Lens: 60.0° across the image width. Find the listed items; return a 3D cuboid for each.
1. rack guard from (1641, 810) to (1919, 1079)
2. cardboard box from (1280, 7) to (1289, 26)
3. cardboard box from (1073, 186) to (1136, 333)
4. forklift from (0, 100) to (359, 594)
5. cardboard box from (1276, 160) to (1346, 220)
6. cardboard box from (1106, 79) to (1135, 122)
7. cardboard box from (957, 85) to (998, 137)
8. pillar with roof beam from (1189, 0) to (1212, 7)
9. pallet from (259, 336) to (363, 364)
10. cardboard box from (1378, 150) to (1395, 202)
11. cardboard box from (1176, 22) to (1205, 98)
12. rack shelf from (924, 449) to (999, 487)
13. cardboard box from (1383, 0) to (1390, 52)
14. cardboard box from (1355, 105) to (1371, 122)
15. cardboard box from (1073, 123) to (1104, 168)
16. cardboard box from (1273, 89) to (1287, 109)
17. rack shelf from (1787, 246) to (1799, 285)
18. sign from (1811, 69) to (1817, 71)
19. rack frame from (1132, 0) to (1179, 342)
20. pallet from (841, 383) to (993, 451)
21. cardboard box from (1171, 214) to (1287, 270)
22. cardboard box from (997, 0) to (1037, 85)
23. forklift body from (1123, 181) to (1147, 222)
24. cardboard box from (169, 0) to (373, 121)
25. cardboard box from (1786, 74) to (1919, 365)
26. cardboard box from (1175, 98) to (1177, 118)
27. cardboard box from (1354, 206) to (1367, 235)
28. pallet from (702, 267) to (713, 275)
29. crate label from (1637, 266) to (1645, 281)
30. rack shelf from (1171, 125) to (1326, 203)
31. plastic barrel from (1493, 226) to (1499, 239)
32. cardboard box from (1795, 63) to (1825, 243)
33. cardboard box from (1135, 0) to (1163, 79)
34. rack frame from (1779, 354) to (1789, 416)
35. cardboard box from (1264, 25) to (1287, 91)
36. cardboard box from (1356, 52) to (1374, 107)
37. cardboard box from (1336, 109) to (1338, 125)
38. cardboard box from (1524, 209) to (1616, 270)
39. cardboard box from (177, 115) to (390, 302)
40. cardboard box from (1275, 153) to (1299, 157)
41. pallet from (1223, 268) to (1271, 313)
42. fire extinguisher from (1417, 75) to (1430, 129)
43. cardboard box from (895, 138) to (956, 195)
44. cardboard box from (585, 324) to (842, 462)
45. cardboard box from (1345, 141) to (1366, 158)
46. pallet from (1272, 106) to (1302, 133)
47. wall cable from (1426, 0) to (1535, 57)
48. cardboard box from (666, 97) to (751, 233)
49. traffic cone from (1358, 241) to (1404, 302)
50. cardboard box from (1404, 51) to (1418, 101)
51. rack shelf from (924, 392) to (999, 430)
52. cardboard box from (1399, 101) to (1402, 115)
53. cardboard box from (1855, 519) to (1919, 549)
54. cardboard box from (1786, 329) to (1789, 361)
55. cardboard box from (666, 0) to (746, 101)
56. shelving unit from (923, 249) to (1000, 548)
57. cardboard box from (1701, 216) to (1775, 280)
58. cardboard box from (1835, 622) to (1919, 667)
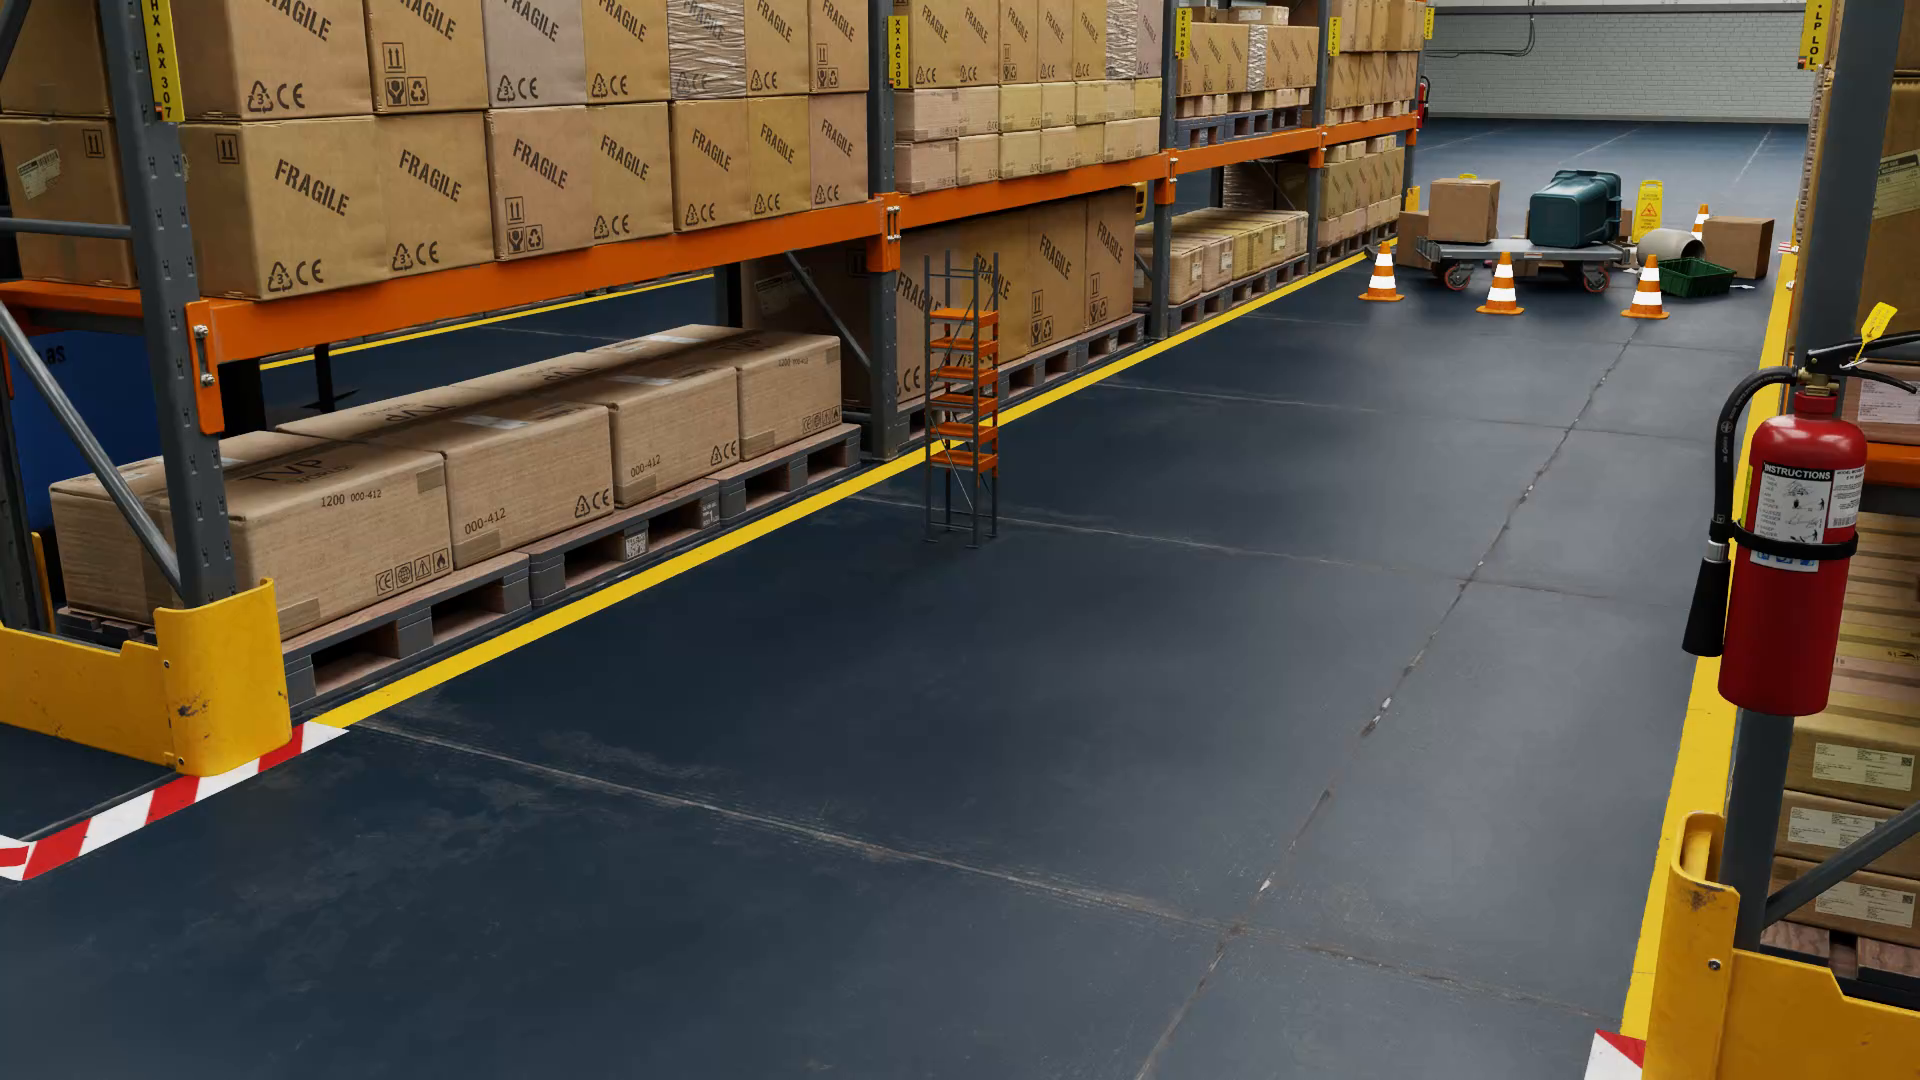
[{"bbox_3d":[1.935,0.905,3.100,1.175,0.500,0.348,8,18,25],"label":"rack guard"},{"bbox_3d":[2.489,-4.314,13.706,0.380,0.149,0.250,8,18,24],"label":"cardboard box"},{"bbox_3d":[0.619,-1.933,11.259,0.875,0.875,0.875,8,18,25],"label":"cardboard box"},{"bbox_3d":[-3.429,-1.572,7.170,1.130,2.935,3.031,5,17,16],"label":"forklift"},{"bbox_3d":[3.294,-3.293,15.619,0.500,0.500,0.500,9,19,28],"label":"cardboard box"},{"bbox_3d":[0.787,-2.797,10.558,0.500,0.250,0.500,8,18,24],"label":"cardboard box"},{"bbox_3d":[-0.129,-2.277,8.809,0.500,0.250,0.500,8,19,26],"label":"cardboard box"},{"bbox_3d":[8.230,-10.906,27.939,9.100,9.000,0.400,8,18,25],"label":"pillar with roof beam"},{"bbox_3d":[-4.898,-1.403,11.377,1.003,0.211,1.213,8,18,25],"label":"pallet"},{"bbox_3d":[4.222,-3.826,17.411,0.500,0.500,0.500,9,19,27],"label":"cardboard box"},{"bbox_3d":[1.410,-3.393,11.744,0.500,0.500,0.500,8,18,24],"label":"cardboard box"},{"bbox_3d":[0.006,-0.306,6.947,0.258,0.103,0.180,8,18,25],"label":"rack shelf"},{"bbox_3d":[3.828,-5.085,16.423,0.700,0.500,0.500,8,18,25],"label":"cardboard box"},{"bbox_3d":[3.797,-4.178,16.265,0.380,0.149,0.250,8,18,26],"label":"cardboard box"},{"bbox_3d":[0.555,-2.424,10.180,0.500,0.250,0.500,8,18,25],"label":"cardboard box"},{"bbox_3d":[2.479,-3.649,13.745,0.380,0.149,0.250,8,18,26],"label":"cardboard box"},{"bbox_3d":[4.582,-1.458,7.927,1.077,0.370,4.000,8,18,25],"label":"rack shelf"},{"bbox_3d":[6.766,-3.854,13.072,0.100,0.325,0.005,8,18,25],"label":"sign"},{"bbox_3d":[1.002,-2.916,11.573,1.000,3.000,0.127,8,18,25],"label":"rack frame"},{"bbox_3d":[-0.508,-0.766,9.234,1.003,0.211,1.213,8,18,25],"label":"pallet"},{"bbox_3d":[2.239,-2.559,14.249,0.950,0.372,0.625,9,19,29],"label":"cardboard box"},{"bbox_3d":[0.097,-2.760,9.118,0.500,0.500,0.500,8,18,24],"label":"cardboard box"},{"bbox_3d":[0.919,-4.462,18.270,2.313,2.155,1.214,8,18,25],"label":"forklift body"},{"bbox_3d":[-2.103,-1.491,4.846,0.500,0.500,0.500,8,18,24],"label":"cardboard box"},{"bbox_3d":[1.871,-0.612,3.118,0.500,0.500,0.500,9,19,26],"label":"cardboard box"},{"bbox_3d":[1.313,-3.056,11.748,0.380,0.149,0.250,7,18,22],"label":"cardboard box"},{"bbox_3d":[3.758,-3.207,16.645,0.500,0.250,0.500,8,18,25],"label":"cardboard box"},{"bbox_3d":[-2.491,-2.724,15.825,1.003,0.211,1.213,8,18,25],"label":"pallet"},{"bbox_3d":[6.128,-2.333,14.637,0.298,0.136,0.250,-4,17,-13],"label":"crate label"},{"bbox_3d":[1.896,-3.080,13.391,1.077,0.370,4.000,8,18,25],"label":"rack shelf"},{"bbox_3d":[5.008,-3.000,16.381,0.421,0.421,0.512,-7,18,-22],"label":"plastic barrel"},{"bbox_3d":[2.769,-1.139,4.892,0.500,0.500,0.500,8,18,24],"label":"cardboard box"},{"bbox_3d":[1.005,-3.278,10.861,0.500,0.500,0.500,8,18,24],"label":"cardboard box"},{"bbox_3d":[3.688,-1.293,6.109,1.000,3.000,0.127,8,18,25],"label":"rack frame"},{"bbox_3d":[2.332,-3.923,13.527,0.500,0.500,0.500,9,19,27],"label":"cardboard box"},{"bbox_3d":[3.675,-4.459,16.071,0.500,0.500,0.500,8,18,25],"label":"cardboard box"},{"bbox_3d":[3.283,-3.925,15.411,0.380,0.149,0.250,9,19,27],"label":"cardboard box"},{"bbox_3d":[5.646,-2.813,15.374,0.797,0.637,0.503,8,18,25],"label":"cardboard box"},{"bbox_3d":[-2.101,-1.012,4.987,0.500,0.500,0.500,8,18,25],"label":"cardboard box"},{"bbox_3d":[3.266,-3.622,16.726,0.500,0.500,0.500,9,19,28],"label":"cardboard box"},{"bbox_3d":[1.899,-2.088,13.682,1.003,0.211,1.213,8,18,25],"label":"pallet"},{"bbox_3d":[5.040,-4.887,18.346,0.296,0.674,0.183,8,18,25],"label":"fire extinguisher"},{"bbox_3d":[-0.353,-1.904,8.429,0.500,0.250,0.500,8,18,24],"label":"cardboard box"},{"bbox_3d":[-1.162,-0.724,7.956,0.875,0.438,0.875,8,18,25],"label":"cardboard box"},{"bbox_3d":[3.750,-3.829,16.282,0.380,0.149,0.250,9,19,29],"label":"cardboard box"},{"bbox_3d":[2.318,-3.667,14.438,1.003,0.211,1.213,8,18,25],"label":"pallet"},{"bbox_3d":[14.922,-15.132,47.622,3.097,2.526,0.112,8,18,25],"label":"wall cable"},{"bbox_3d":[-1.200,-1.533,6.741,0.500,0.500,0.500,8,18,25],"label":"cardboard box"},{"bbox_3d":[3.488,-2.225,13.702,0.336,0.463,0.334,8,18,25],"label":"traffic cone"},{"bbox_3d":[4.581,-4.971,17.794,0.500,0.500,0.500,8,18,24],"label":"cardboard box"},{"bbox_3d":[0.006,-0.536,6.879,0.258,0.103,0.180,8,18,25],"label":"rack shelf"},{"bbox_3d":[4.453,-4.570,17.582,0.380,0.149,0.250,8,18,24],"label":"cardboard box"},{"bbox_3d":[2.628,0.043,4.835,0.380,0.149,0.250,8,18,26],"label":"cardboard box"},{"bbox_3d":[3.795,-0.877,7.046,0.500,0.250,0.500,8,18,24],"label":"cardboard box"},{"bbox_3d":[-1.202,-2.010,6.591,0.500,0.500,0.500,8,18,26],"label":"cardboard box"},{"bbox_3d":[0.006,-0.579,6.866,0.258,1.200,0.189,8,18,25],"label":"shelving unit"},{"bbox_3d":[7.038,-2.660,15.097,0.500,0.500,0.500,12,20,35],"label":"cardboard box"},{"bbox_3d":[2.076,0.300,3.970,0.380,0.149,0.250,8,18,24],"label":"cardboard box"}]
